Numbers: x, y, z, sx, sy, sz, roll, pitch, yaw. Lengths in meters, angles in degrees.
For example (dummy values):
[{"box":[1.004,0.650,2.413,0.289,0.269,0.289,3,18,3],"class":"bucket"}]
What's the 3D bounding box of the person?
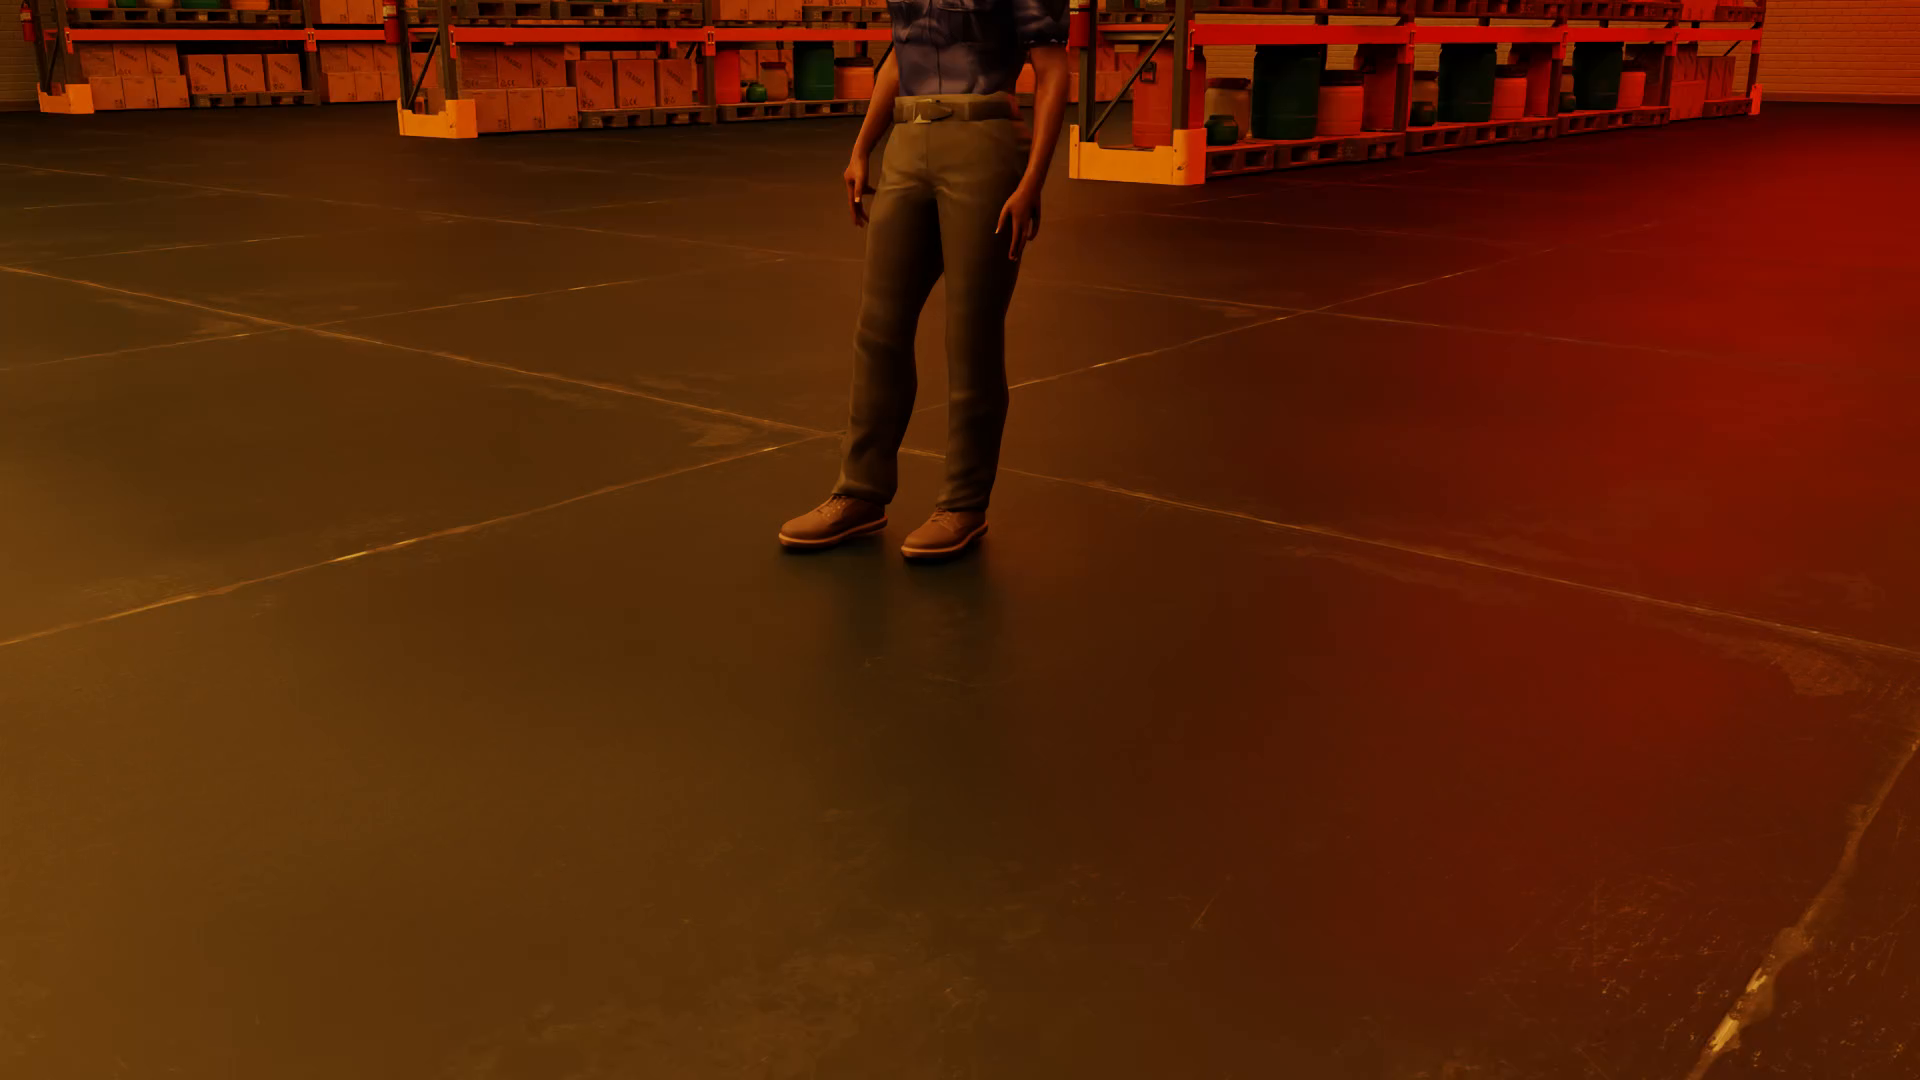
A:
[{"box":[-0.071,-0.782,3.647,0.569,1.654,0.504,13,21,37],"class":"person"}]
